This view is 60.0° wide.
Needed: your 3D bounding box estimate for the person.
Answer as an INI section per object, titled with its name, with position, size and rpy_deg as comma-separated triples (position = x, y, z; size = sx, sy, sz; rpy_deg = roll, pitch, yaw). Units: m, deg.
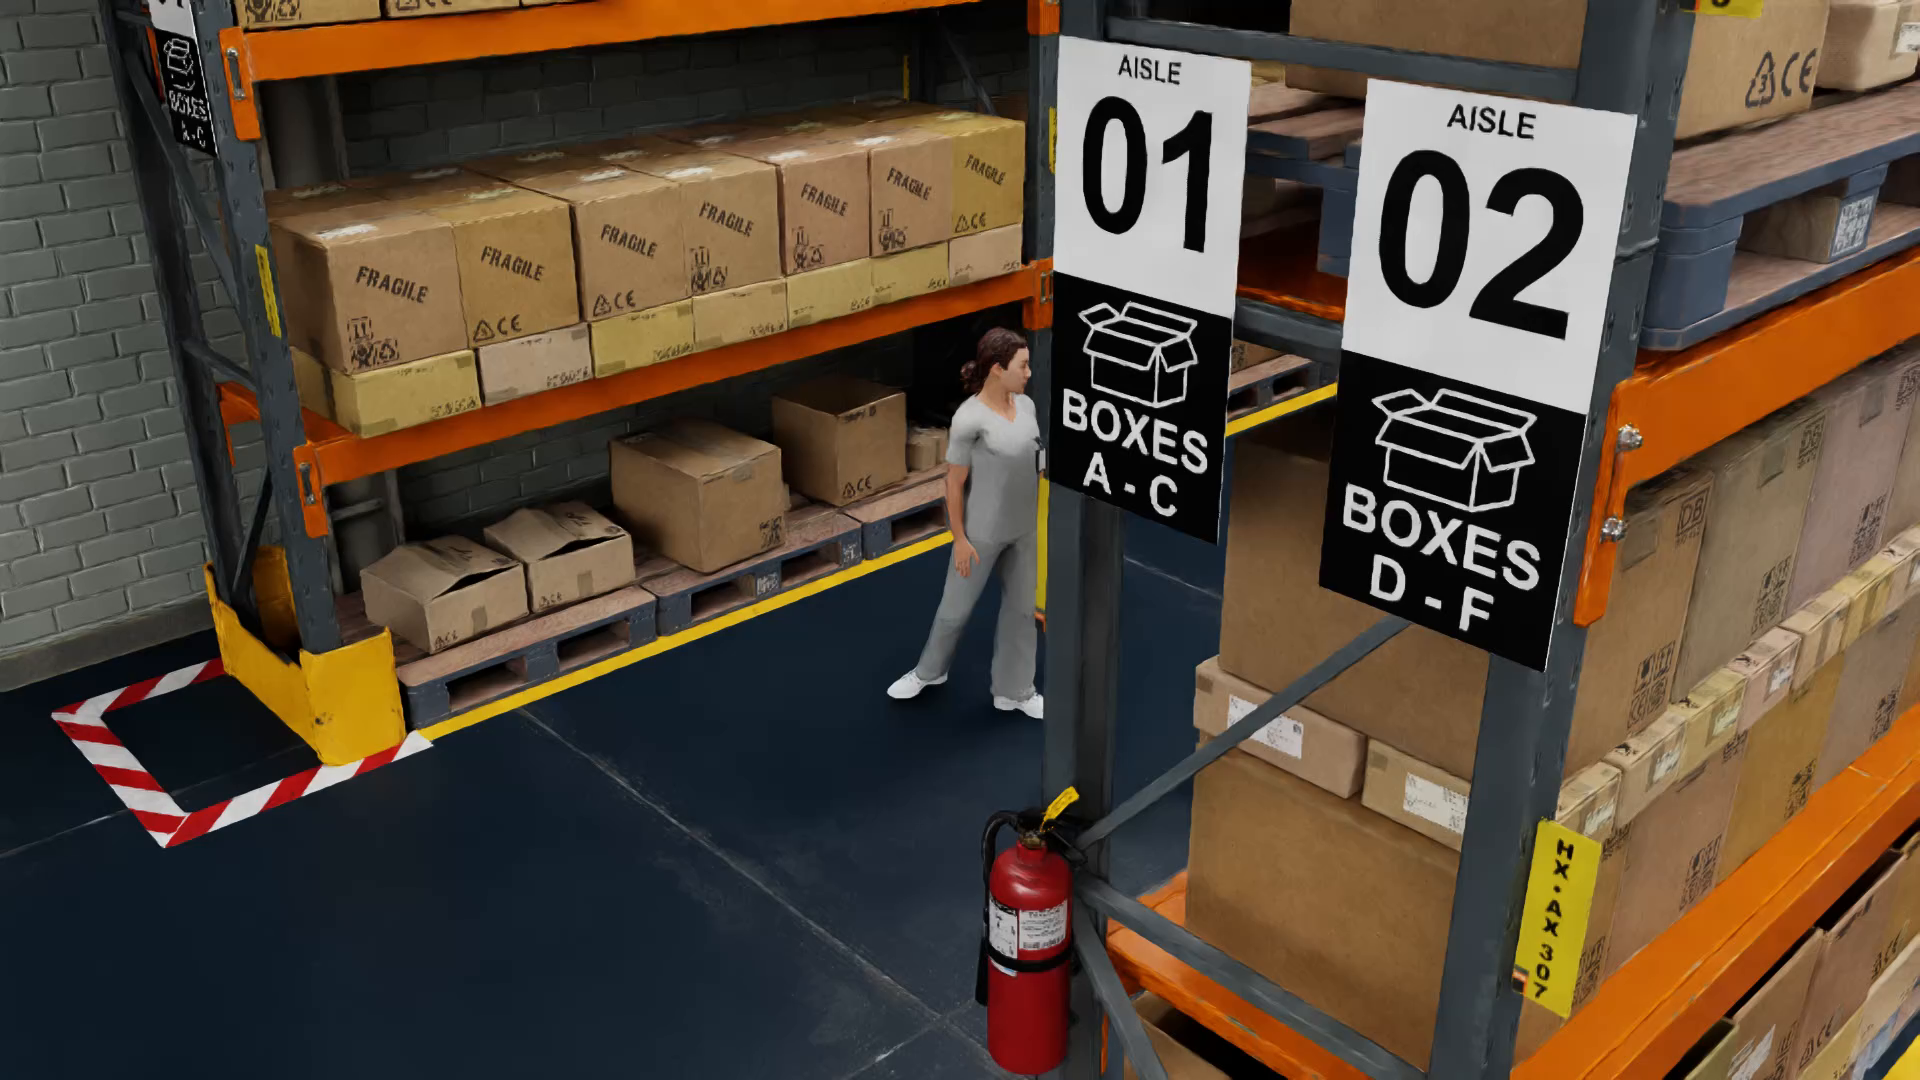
[person]
position = 0.091, -0.048, 6.720
size = 0.646, 1.667, 0.570
rpy_deg = -17, 30, -33
